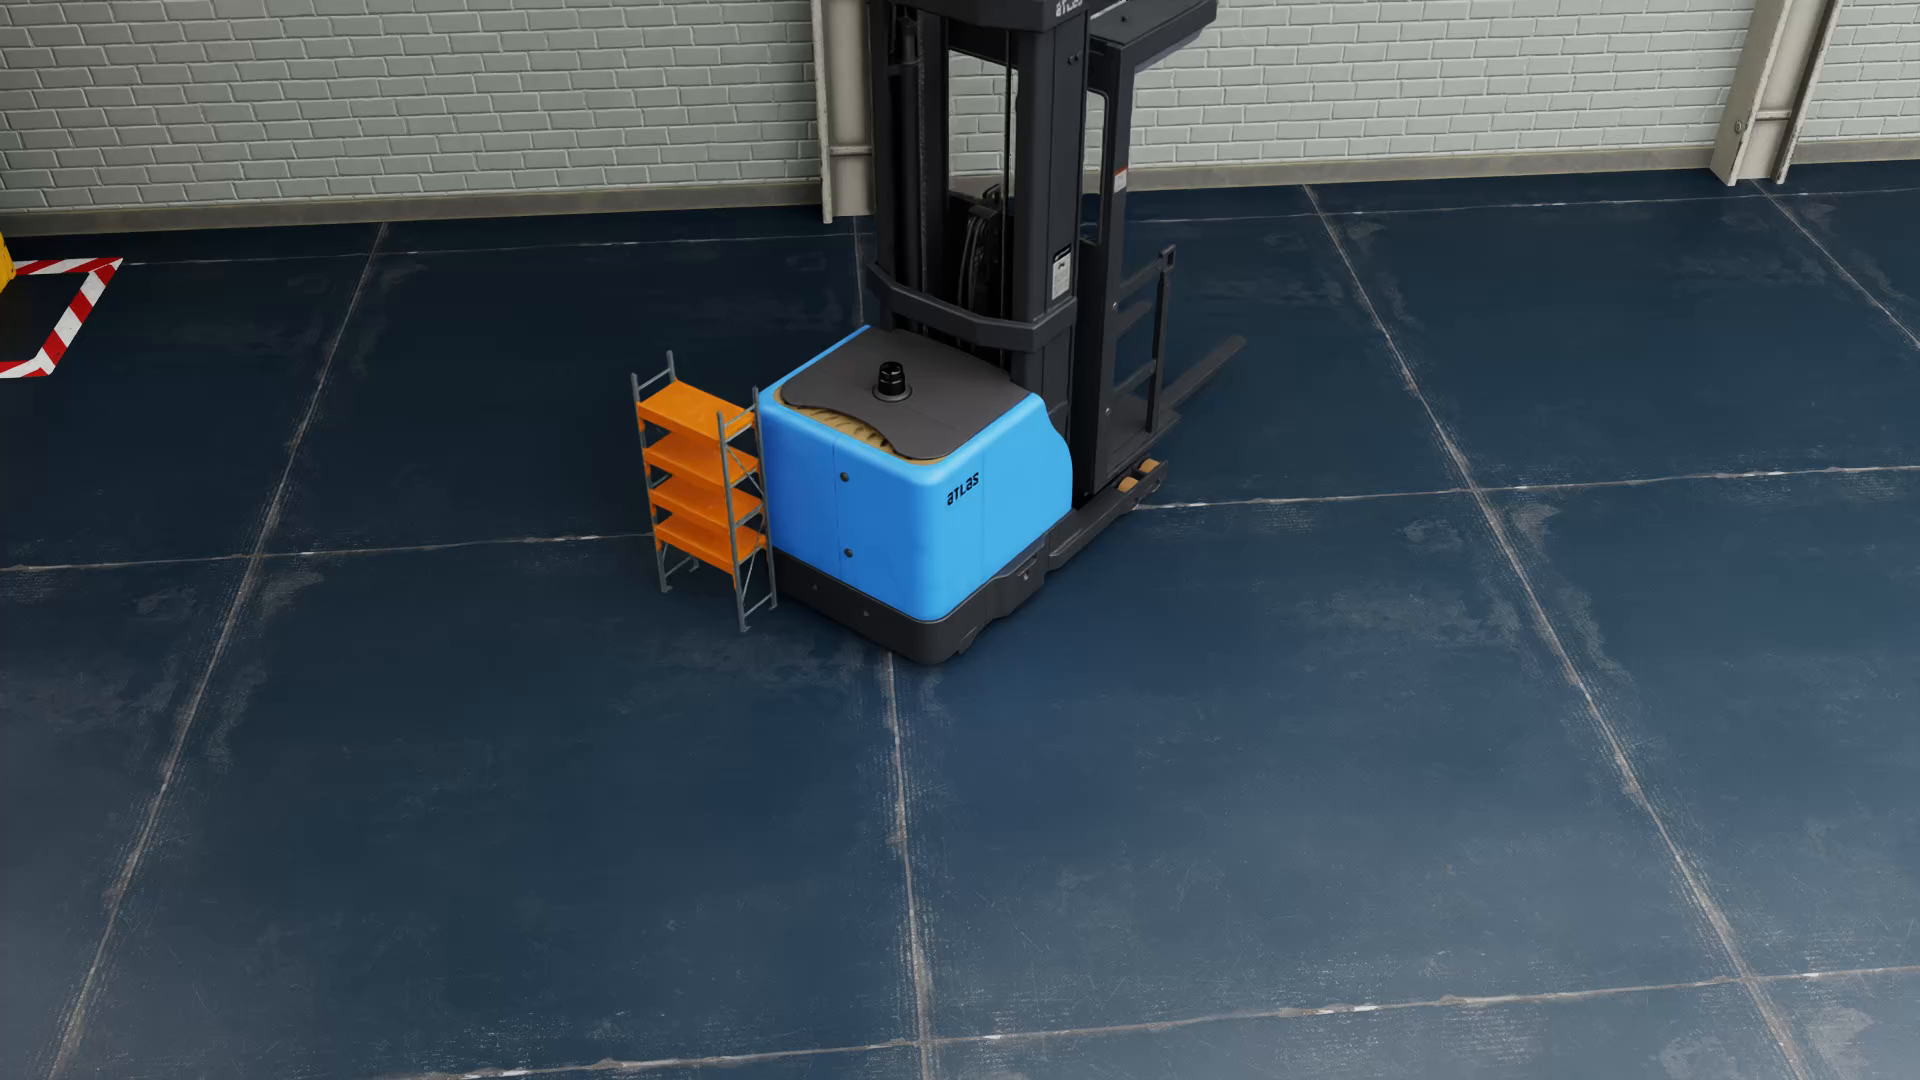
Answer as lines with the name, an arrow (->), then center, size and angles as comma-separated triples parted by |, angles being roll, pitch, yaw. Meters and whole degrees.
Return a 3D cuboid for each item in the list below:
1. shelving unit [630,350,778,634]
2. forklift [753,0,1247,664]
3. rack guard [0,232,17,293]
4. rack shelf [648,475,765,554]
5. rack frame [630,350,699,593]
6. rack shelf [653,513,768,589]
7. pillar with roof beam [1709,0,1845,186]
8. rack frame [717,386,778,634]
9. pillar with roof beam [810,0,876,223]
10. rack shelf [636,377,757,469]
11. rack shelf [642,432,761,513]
shelving unit -> -1.118, -0.197, 7.353 | 0.503, 1.200, 0.258 | 24, 44, 27
forklift -> 0.389, -1.464, 7.562 | 1.130, 2.935, 3.031 | 25, 45, 29
rack guard -> -5.871, -1.483, 9.548 | 0.348, 0.500, 1.175 | -3, 38, -4
rack shelf -> -1.118, -0.144, 7.394 | 0.480, 0.148, 0.258 | 24, 44, 27
rack frame -> -1.316, -0.285, 7.465 | 0.015, 1.200, 0.240 | 24, 44, 27
rack shelf -> -1.118, 0.012, 7.517 | 0.480, 0.148, 0.258 | 24, 44, 27
pillar with roof beam -> 5.666, -3.338, 5.038 | 0.400, 9.000, 9.100 | -3, 38, -4
rack frame -> -0.920, -0.109, 7.241 | 0.015, 1.200, 0.240 | 24, 44, 27
pillar with roof beam -> -0.310, -3.009, 4.621 | 0.400, 9.000, 9.100 | -3, 38, -4
rack shelf -> -1.118, -0.505, 7.109 | 0.480, 0.148, 0.258 | 24, 44, 27
rack shelf -> -1.118, -0.320, 7.256 | 0.480, 0.148, 0.258 | 24, 44, 27
